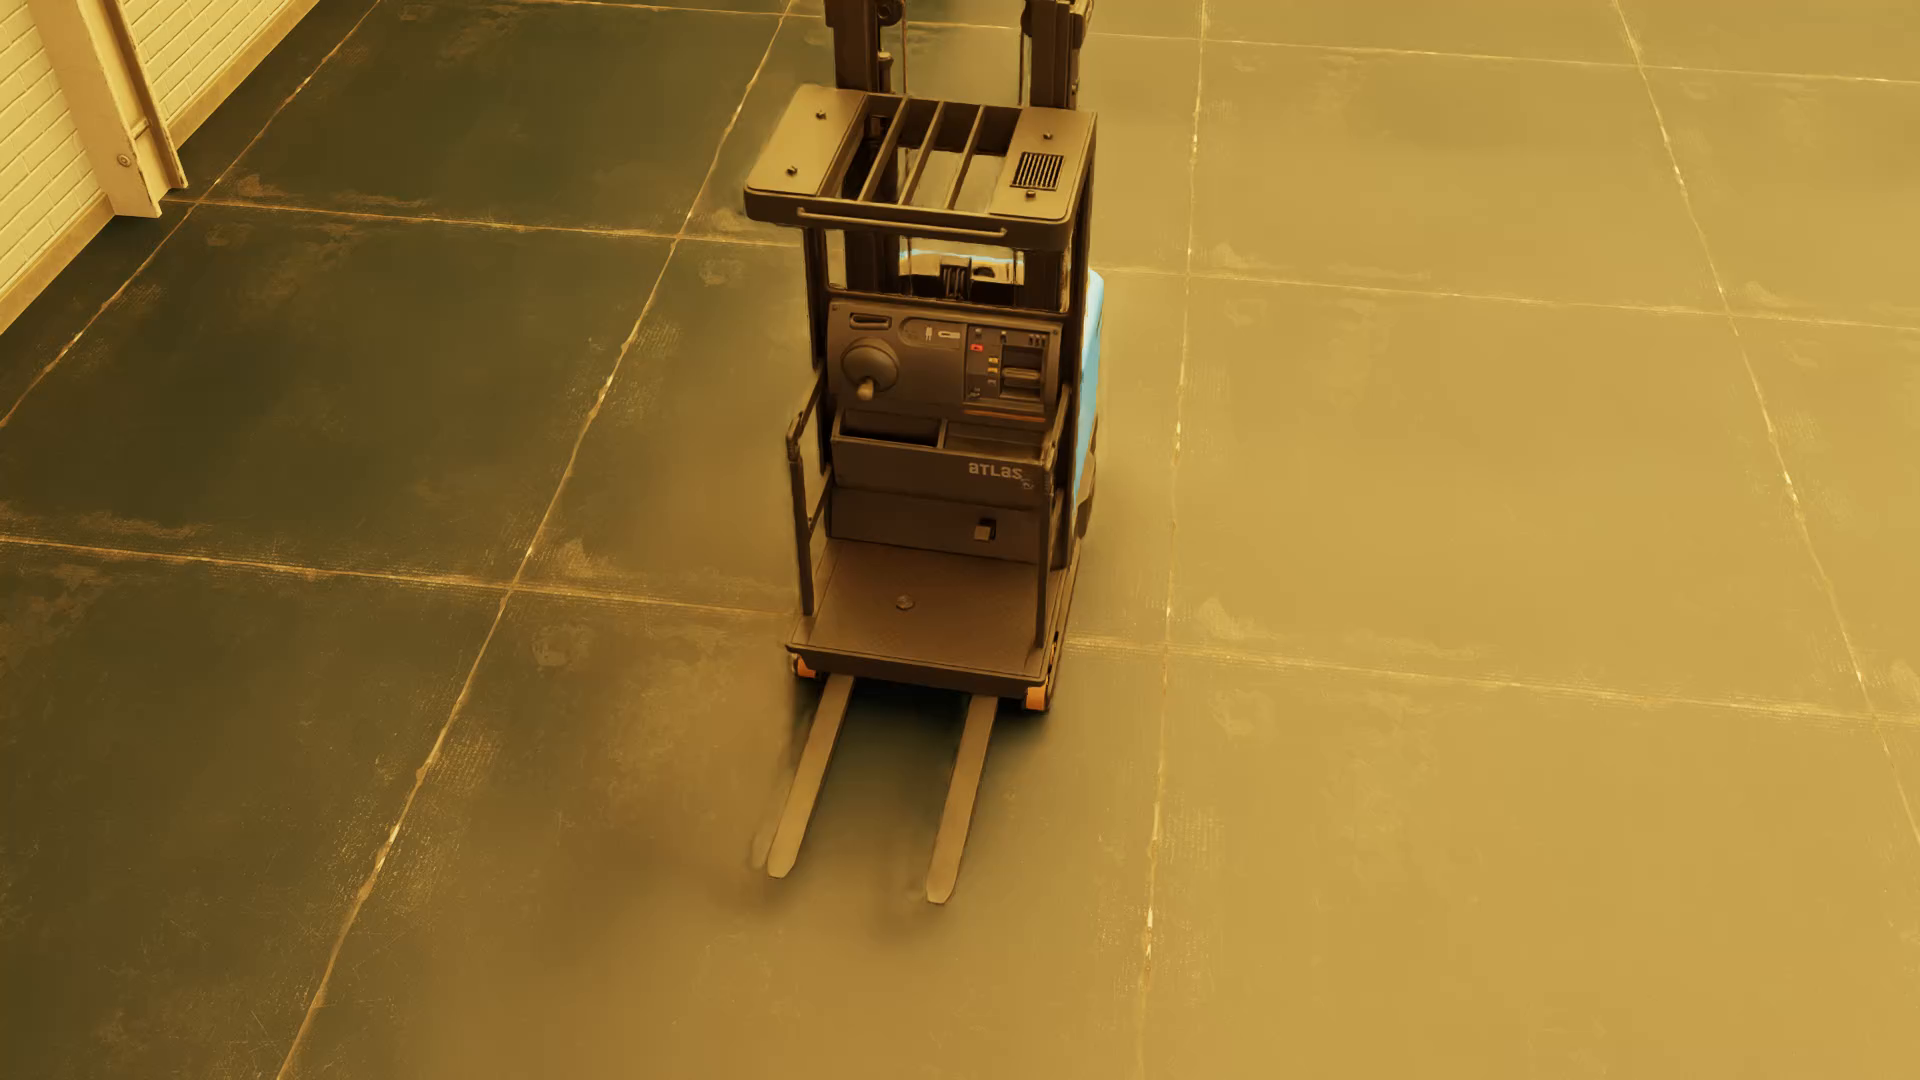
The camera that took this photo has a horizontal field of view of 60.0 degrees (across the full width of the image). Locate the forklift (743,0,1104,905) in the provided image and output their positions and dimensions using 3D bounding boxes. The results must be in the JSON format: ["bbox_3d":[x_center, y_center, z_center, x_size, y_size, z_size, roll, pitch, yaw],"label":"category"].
[{"bbox_3d":[-0.105,-0.626,6.405,1.130,2.935,3.031,7,43,8],"label":"forklift"}]
